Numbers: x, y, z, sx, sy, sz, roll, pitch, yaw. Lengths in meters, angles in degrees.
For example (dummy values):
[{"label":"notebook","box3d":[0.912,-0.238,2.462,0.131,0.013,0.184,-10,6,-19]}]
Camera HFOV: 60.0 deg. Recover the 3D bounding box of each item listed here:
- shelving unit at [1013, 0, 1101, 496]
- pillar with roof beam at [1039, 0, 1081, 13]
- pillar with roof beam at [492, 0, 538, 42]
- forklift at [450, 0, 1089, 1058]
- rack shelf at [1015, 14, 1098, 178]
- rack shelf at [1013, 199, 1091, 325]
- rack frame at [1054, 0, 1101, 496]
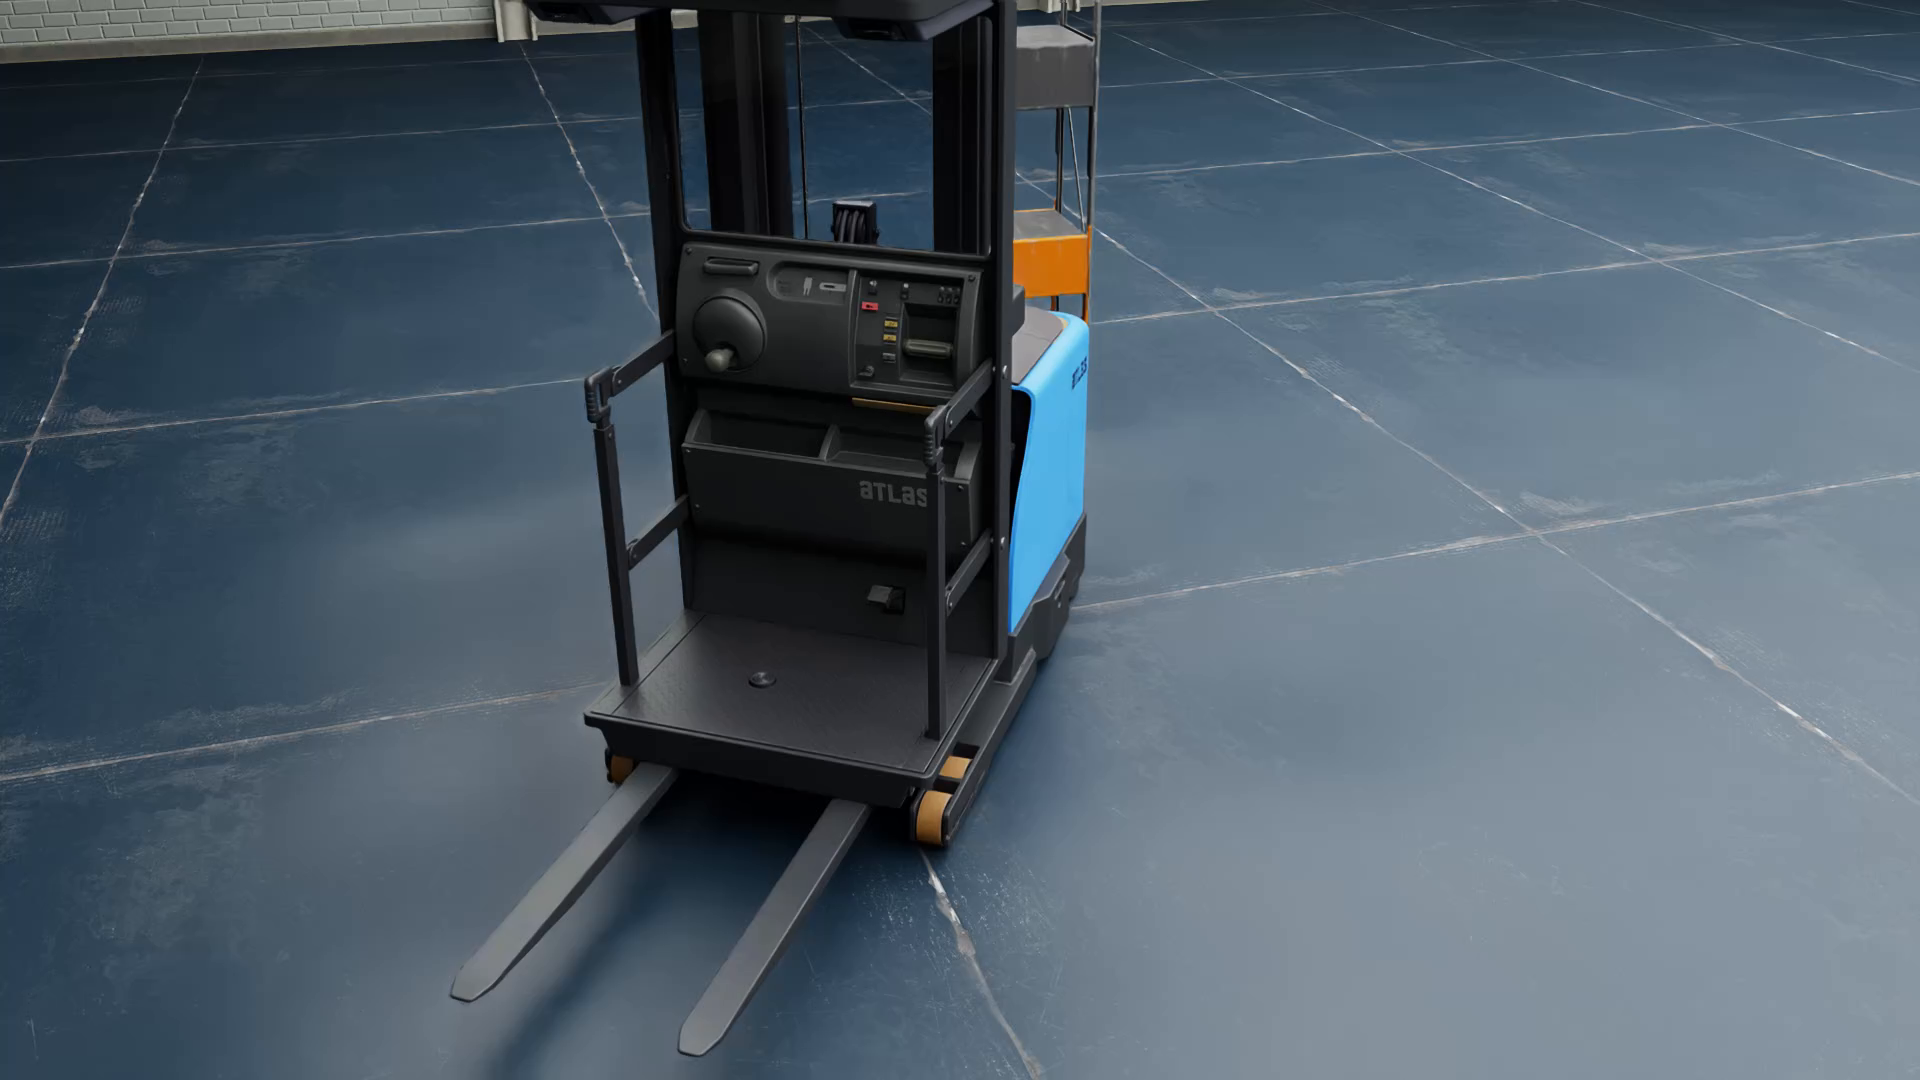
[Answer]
[{"label":"shelving unit","box3d":[0.201,-1.006,6.415,0.503,2.100,0.431,-7,27,-14]},{"label":"pillar with roof beam","box3d":[2.456,-8.222,13.192,0.400,9.000,9.100,-8,28,-16]},{"label":"pillar with roof beam","box3d":[-3.249,-7.396,11.527,0.400,9.000,9.100,-8,28,-16]},{"label":"forklift","box3d":[-0.457,-0.605,4.673,1.130,2.935,3.031,8,28,16]},{"label":"rack shelf","box3d":[0.201,-1.621,6.109,0.480,0.518,0.431,-7,27,-14]},{"label":"rack shelf","box3d":[0.201,-0.994,6.421,0.480,0.518,0.431,-7,27,-14]},{"label":"rack frame","box3d":[0.437,-1.035,6.473,0.015,2.100,0.400,-7,27,-14]}]
